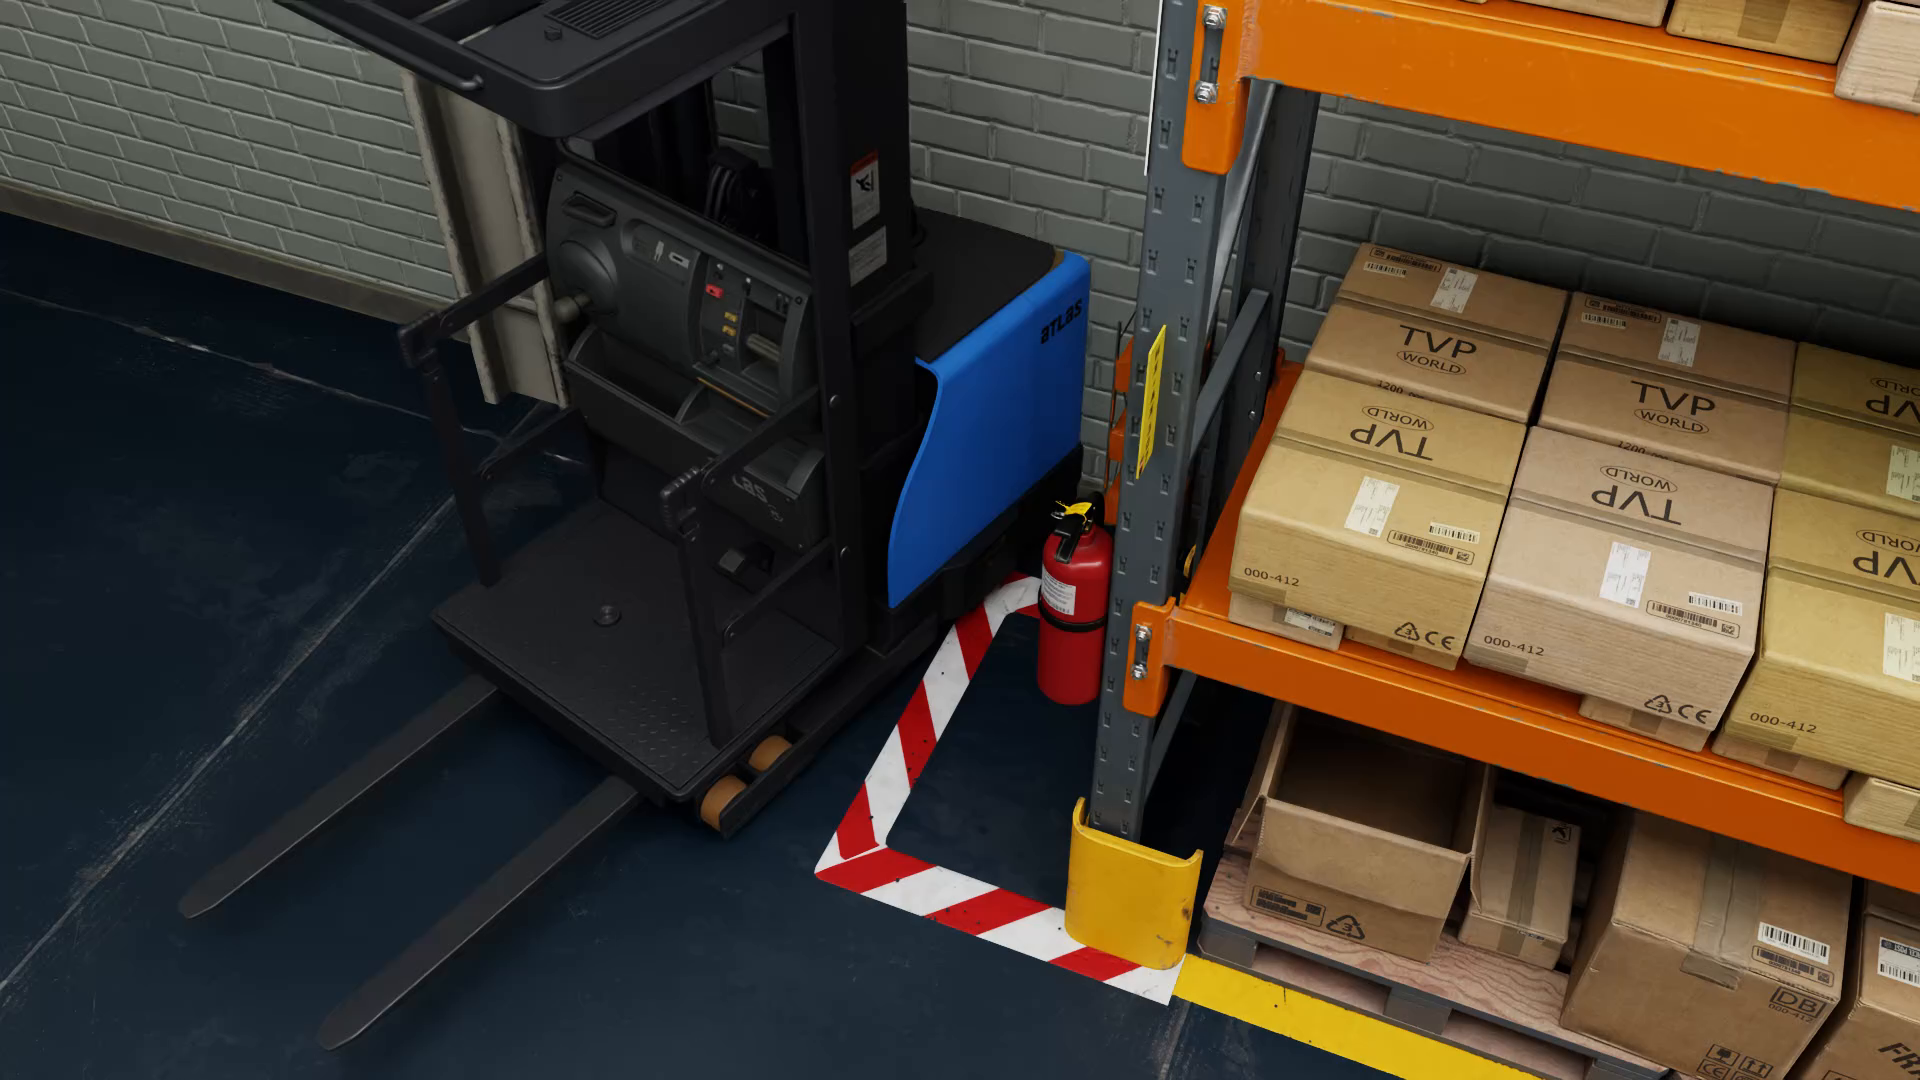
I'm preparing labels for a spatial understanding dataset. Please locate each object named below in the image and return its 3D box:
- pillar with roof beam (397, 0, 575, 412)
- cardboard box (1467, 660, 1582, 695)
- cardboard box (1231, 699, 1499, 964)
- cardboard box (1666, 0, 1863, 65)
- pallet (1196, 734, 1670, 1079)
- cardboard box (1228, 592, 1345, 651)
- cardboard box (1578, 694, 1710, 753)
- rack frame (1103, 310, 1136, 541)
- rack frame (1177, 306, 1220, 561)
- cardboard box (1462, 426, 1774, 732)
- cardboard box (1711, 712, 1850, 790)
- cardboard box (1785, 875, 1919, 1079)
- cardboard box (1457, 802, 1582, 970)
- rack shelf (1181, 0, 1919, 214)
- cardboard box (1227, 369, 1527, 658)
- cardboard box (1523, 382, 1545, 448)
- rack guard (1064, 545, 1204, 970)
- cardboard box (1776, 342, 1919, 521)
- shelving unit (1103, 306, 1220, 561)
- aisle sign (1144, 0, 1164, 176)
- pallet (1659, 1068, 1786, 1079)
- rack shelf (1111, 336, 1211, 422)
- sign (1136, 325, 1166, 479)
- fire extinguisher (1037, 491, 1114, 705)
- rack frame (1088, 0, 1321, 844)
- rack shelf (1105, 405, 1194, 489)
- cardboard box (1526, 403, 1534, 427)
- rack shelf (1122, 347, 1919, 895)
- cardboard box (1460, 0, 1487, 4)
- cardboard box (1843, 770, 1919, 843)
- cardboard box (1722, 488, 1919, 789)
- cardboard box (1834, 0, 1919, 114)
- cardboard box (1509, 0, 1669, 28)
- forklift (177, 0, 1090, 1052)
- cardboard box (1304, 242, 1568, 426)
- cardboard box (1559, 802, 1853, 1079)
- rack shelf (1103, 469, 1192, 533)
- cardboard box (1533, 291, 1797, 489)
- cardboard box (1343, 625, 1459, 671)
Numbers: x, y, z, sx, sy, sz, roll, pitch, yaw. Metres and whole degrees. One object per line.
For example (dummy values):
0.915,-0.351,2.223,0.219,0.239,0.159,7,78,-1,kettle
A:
-3.213,-0.959,0.334,0.400,9.000,9.100,16,47,16,pillar with roof beam
1.292,0.129,3.672,0.250,0.149,0.380,16,47,15,cardboard box
1.114,0.648,4.444,0.637,0.503,0.797,15,47,14,cardboard box
1.273,-0.917,2.597,0.250,0.149,0.380,17,47,16,cardboard box
1.392,0.909,4.687,1.213,0.211,1.003,16,47,16,pallet
0.784,0.041,3.760,0.250,0.149,0.380,16,47,16,cardboard box
1.502,0.237,3.563,0.250,0.149,0.380,18,48,17,cardboard box
0.506,-0.332,5.338,0.008,1.050,0.200,17,47,16,rack frame
0.730,-0.263,5.270,0.008,1.050,0.200,17,47,16,rack frame
1.366,0.067,3.451,0.500,0.250,0.500,17,47,16,cardboard box
1.749,0.306,3.494,0.250,0.149,0.380,17,47,16,cardboard box
2.337,1.115,3.977,0.500,0.500,0.500,17,47,17,cardboard box
1.491,0.915,4.428,0.250,0.149,0.380,15,47,14,cardboard box
2.432,-0.581,2.591,4.000,0.370,1.077,16,47,16,rack shelf
0.901,-0.069,3.588,0.500,0.250,0.500,17,47,16,cardboard box
1.483,-0.186,3.989,0.250,0.149,0.380,15,47,15,cardboard box
0.656,0.591,4.802,0.348,0.500,1.175,16,47,16,rack guard
2.043,-0.137,3.657,0.500,0.250,0.500,18,48,17,cardboard box
0.618,-0.297,5.304,0.252,1.050,0.215,17,47,16,shelving unit
0.410,-1.065,2.850,0.004,0.787,0.394,16,47,16,aisle sign
2.514,1.242,4.353,1.213,0.211,1.003,16,47,16,pallet
0.619,-0.491,5.111,0.240,0.259,0.215,17,47,16,rack shelf
0.377,-0.269,3.280,0.005,0.325,0.100,16,47,16,sign
0.272,0.105,3.837,0.183,0.674,0.296,16,47,16,fire extinguisher
0.586,-0.316,3.941,0.127,3.000,1.000,16,47,16,rack frame
0.618,-0.290,5.311,0.240,0.259,0.215,17,47,16,rack shelf
1.206,-0.202,4.005,0.250,0.149,0.380,18,48,17,cardboard box
2.432,0.482,3.649,4.000,0.370,1.077,16,47,16,rack shelf
0.791,-1.052,2.732,0.250,0.149,0.380,17,47,17,cardboard box
1.954,0.423,3.376,0.250,0.149,0.380,15,47,15,cardboard box
1.835,0.203,3.315,0.500,0.250,0.500,16,47,15,cardboard box
1.463,-0.782,2.461,0.250,0.149,0.380,17,47,17,cardboard box
1.043,-0.998,2.678,0.250,0.149,0.380,17,47,17,cardboard box
-0.889,-0.583,4.258,1.130,2.935,3.031,30,52,26,forklift
1.113,-0.416,3.937,0.500,0.250,0.500,18,48,17,cardboard box
1.888,0.907,4.186,0.500,0.500,0.700,18,48,17,cardboard box
0.617,-0.093,5.508,0.240,0.259,0.215,17,47,16,rack shelf
1.588,-0.275,3.795,0.500,0.250,0.500,17,47,16,cardboard box
1.036,0.080,3.721,0.250,0.149,0.380,17,47,17,cardboard box
